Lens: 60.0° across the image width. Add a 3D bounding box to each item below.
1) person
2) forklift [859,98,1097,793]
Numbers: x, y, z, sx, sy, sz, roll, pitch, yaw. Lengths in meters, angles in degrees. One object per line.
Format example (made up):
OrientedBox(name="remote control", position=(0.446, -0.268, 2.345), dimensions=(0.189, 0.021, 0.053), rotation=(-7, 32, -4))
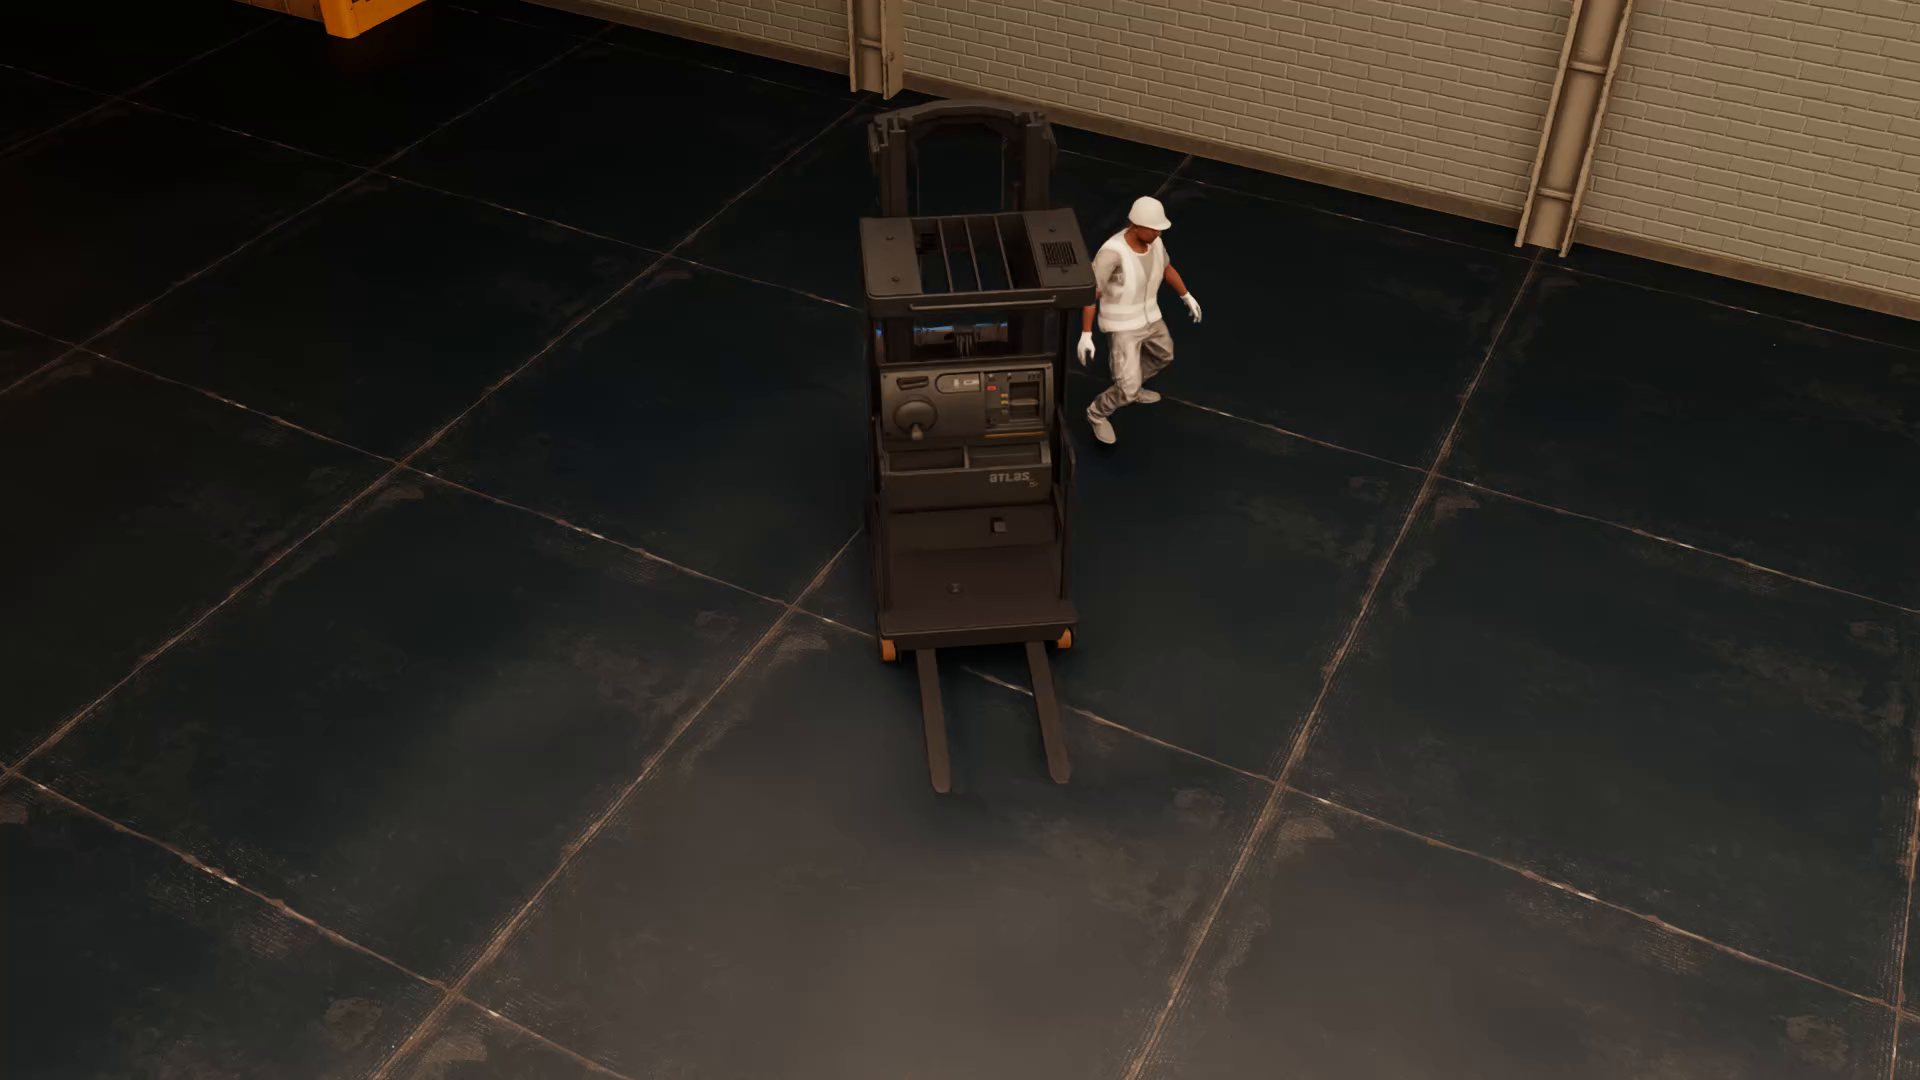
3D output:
OrientedBox(name="person", position=(1.127, -1.417, 10.659), dimensions=(0.957, 1.671, 0.573), rotation=(-30, 48, -30))
OrientedBox(name="forklift", position=(0.064, -0.665, 8.777), dimensions=(1.130, 2.935, 3.031), rotation=(-4, 40, -4))
